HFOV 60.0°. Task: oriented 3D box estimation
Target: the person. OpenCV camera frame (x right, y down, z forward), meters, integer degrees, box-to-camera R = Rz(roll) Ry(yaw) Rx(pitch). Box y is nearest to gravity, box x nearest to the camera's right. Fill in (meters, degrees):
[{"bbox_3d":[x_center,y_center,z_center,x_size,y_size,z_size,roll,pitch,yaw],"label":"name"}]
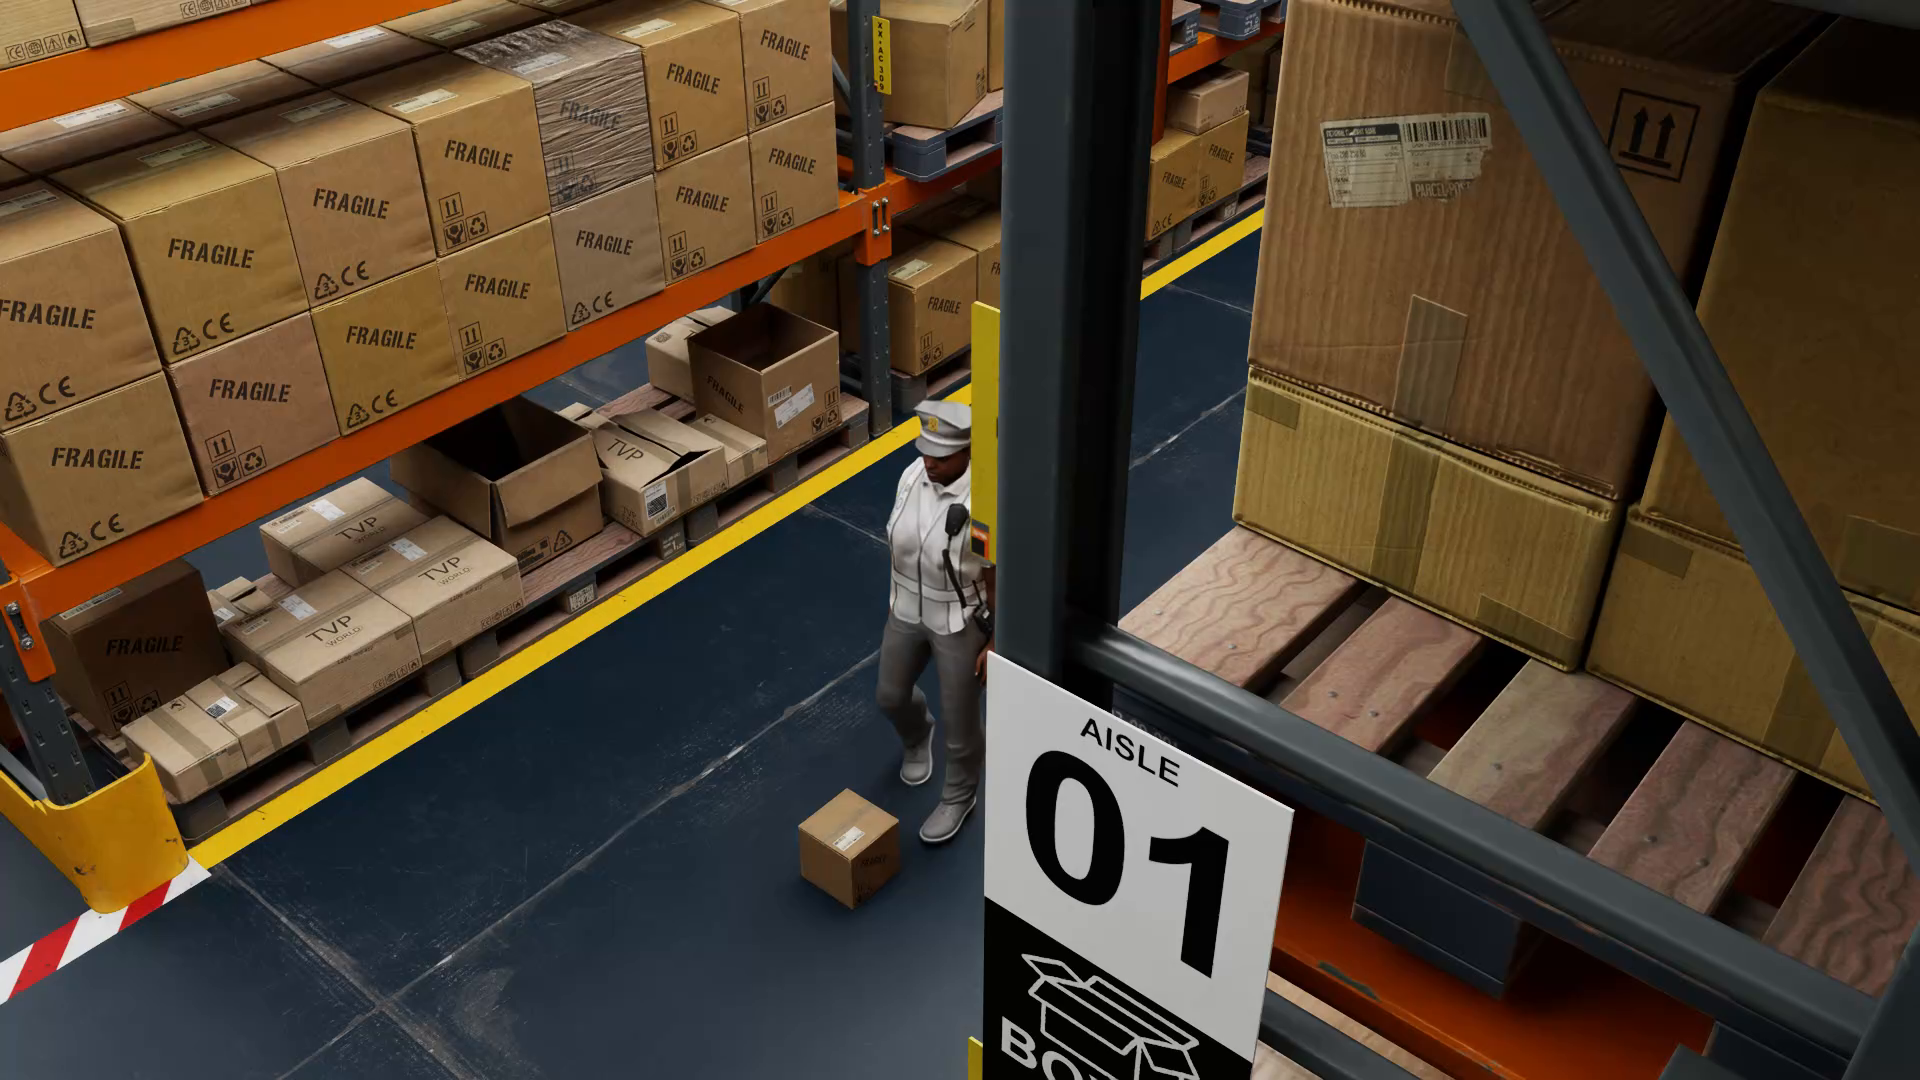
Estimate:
[{"bbox_3d":[-0.079,0.282,5.736,0.510,1.702,0.465,22,41,27],"label":"person"}]
